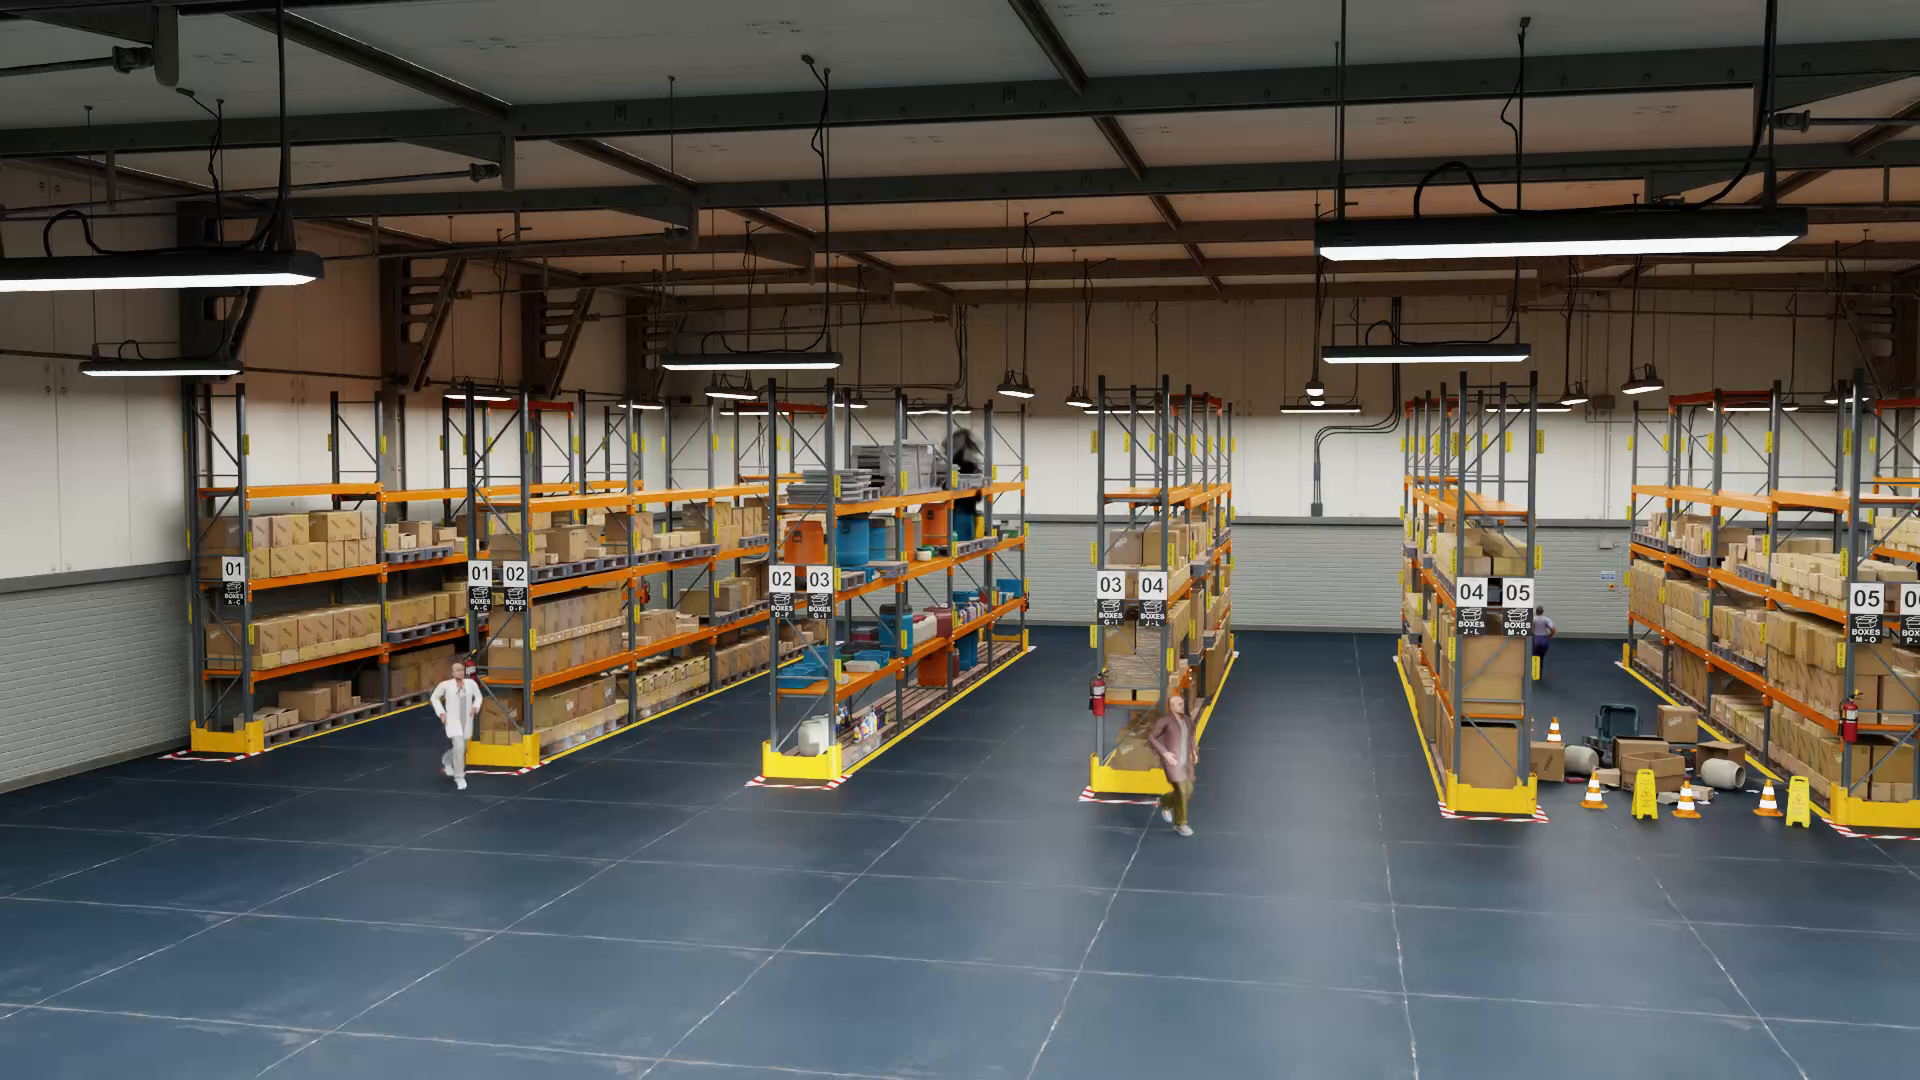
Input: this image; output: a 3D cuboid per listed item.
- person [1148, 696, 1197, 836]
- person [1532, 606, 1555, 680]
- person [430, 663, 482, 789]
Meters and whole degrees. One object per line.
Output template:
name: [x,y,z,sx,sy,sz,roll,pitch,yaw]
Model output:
person: [2.778,2.901,21.586,0.742,1.761,0.757,-2,4,-37]
person: [12.275,2.191,35.243,0.615,1.592,0.727,0,3,4]
person: [-7.424,2.709,24.577,0.723,1.809,0.936,-3,4,-41]
